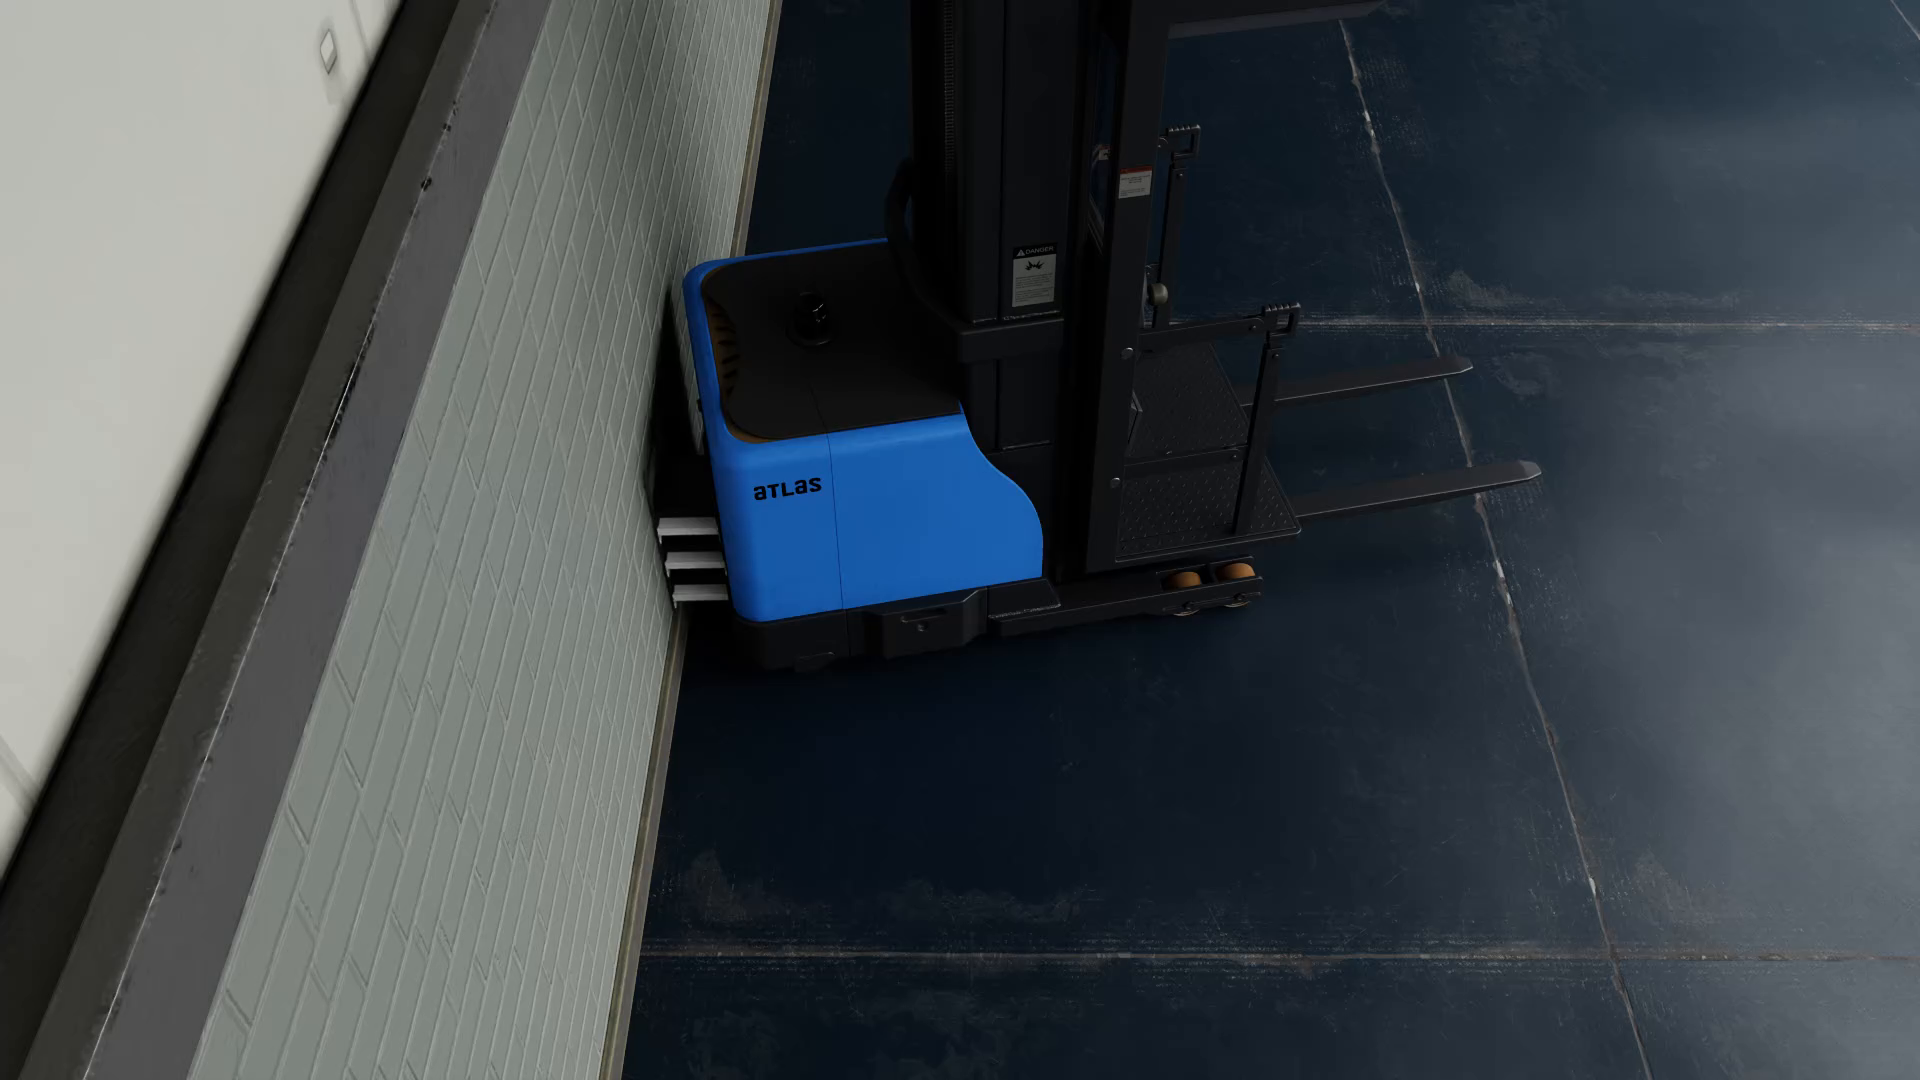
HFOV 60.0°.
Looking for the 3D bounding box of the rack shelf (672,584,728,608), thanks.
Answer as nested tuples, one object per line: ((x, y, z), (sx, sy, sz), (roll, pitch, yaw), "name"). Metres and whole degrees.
((-0.891, 0.115, 5.816), (0.200, 0.077, 0.258), (-1, 51, -1), "rack shelf")

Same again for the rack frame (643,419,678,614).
((-0.993, -0.016, 5.648), (0.006, 0.900, 0.240), (-1, 51, -1), "rack frame")

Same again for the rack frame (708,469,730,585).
((-0.790, -0.021, 5.650), (0.006, 0.900, 0.240), (-1, 51, -1), "rack frame")

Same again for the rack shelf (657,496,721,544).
((-0.893, -0.110, 5.535), (0.200, 0.077, 0.258), (-1, 51, -1), "rack shelf")

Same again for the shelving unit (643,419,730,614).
((-0.892, -0.018, 5.649), (0.210, 0.900, 0.258), (-1, 51, -1), "shelving unit")

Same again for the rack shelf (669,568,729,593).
((-0.891, 0.059, 5.745), (0.200, 0.077, 0.258), (-1, 51, -1), "rack shelf")

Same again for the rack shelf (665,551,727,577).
((-0.892, 0.002, 5.675), (0.200, 0.077, 0.258), (-1, 51, -1), "rack shelf")

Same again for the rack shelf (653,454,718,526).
((-0.893, -0.166, 5.464), (0.200, 0.077, 0.258), (-1, 51, -1), "rack shelf")

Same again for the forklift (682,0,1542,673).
((0.614, -1.097, 5.268), (3.031, 2.935, 1.130), (-9, 48, -8), "forklift")

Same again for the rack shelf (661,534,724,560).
((-0.892, -0.054, 5.605), (0.200, 0.077, 0.258), (-1, 51, -1), "rack shelf")
